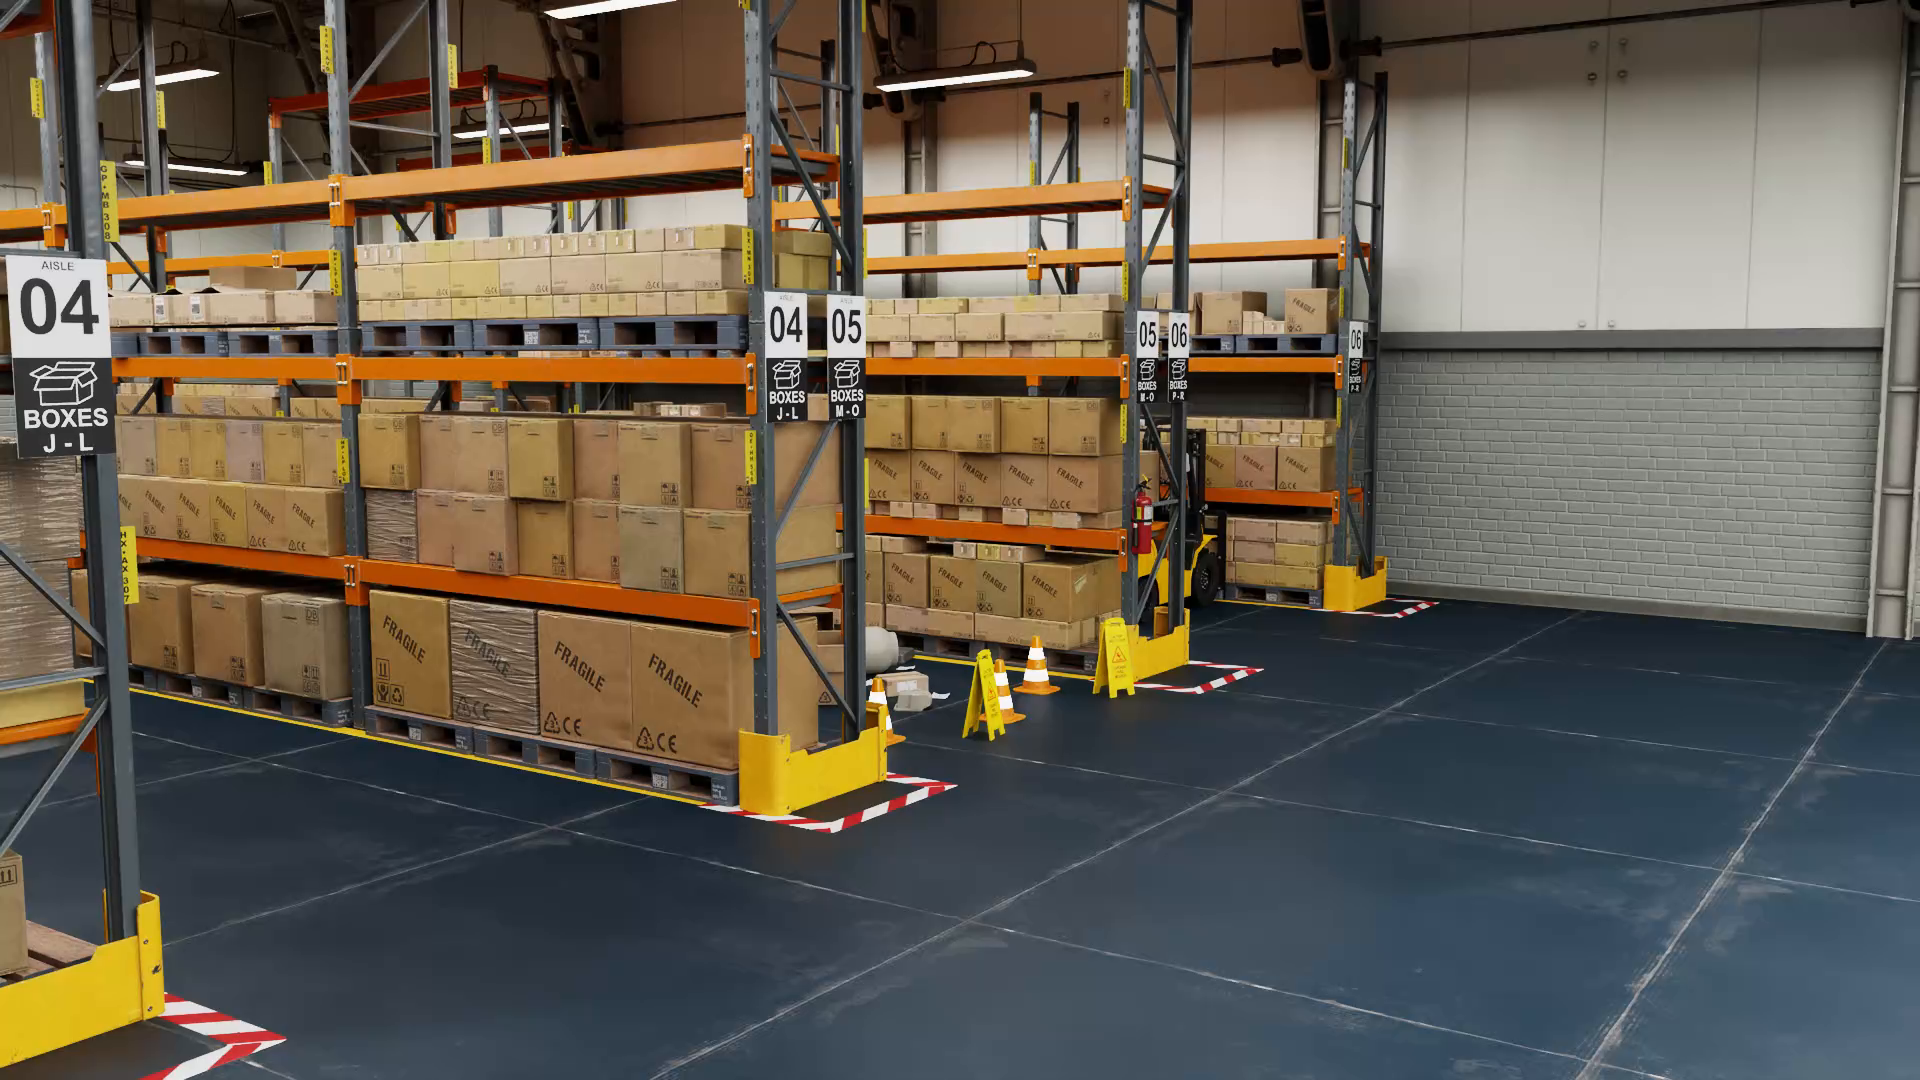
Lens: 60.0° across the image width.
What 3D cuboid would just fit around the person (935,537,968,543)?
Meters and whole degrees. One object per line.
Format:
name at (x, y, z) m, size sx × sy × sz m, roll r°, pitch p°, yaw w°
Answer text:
person at (0.010, -0.092, 18.286) m, size 0.640 × 1.781 × 0.575 m, roll 4°, pitch 8°, yaw 34°
